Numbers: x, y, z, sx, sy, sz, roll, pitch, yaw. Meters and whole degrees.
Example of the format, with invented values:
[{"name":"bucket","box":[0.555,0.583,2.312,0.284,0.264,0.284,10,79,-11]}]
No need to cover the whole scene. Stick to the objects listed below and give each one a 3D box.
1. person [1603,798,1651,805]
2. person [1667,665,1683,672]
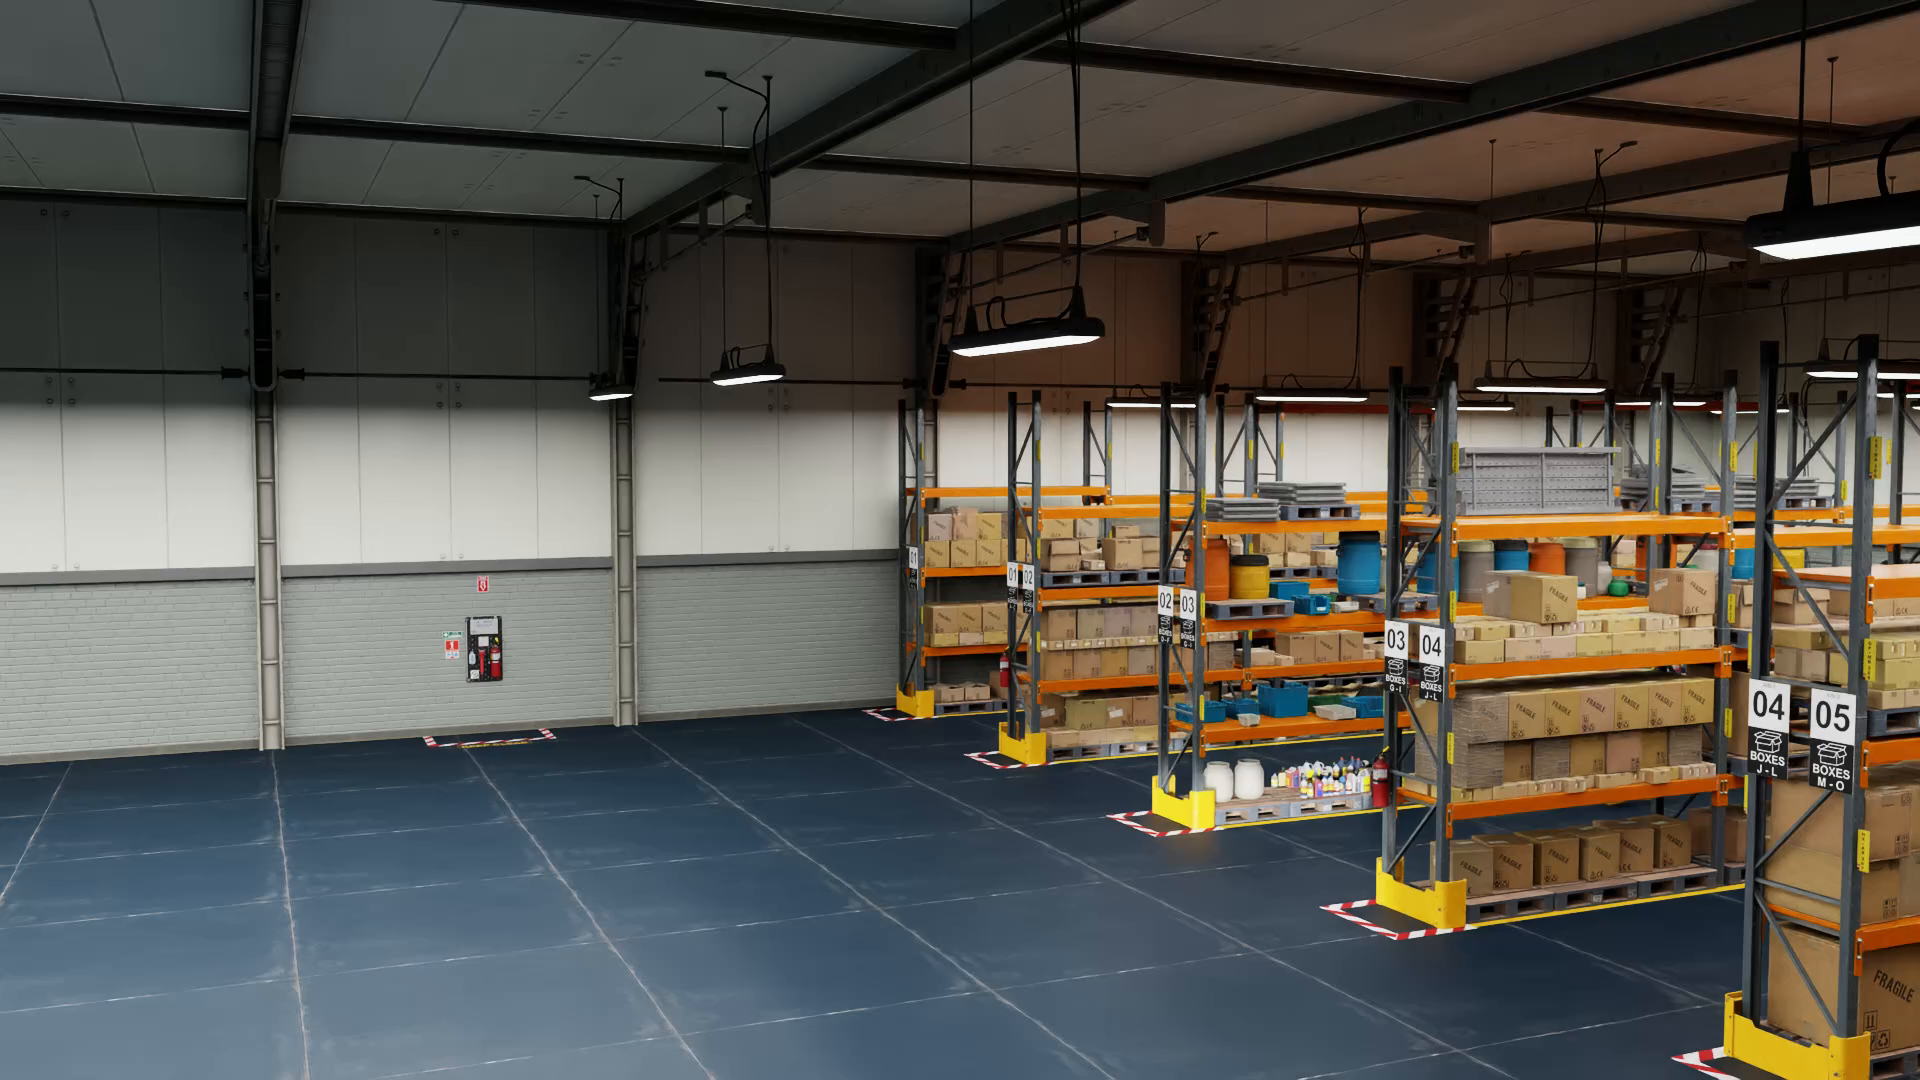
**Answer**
[{"name":"person","box":[9.615,2.892,23.569,1.047,1.698,0.530,-2,4,-36]},{"name":"person","box":[12.693,2.592,29.569,0.526,1.681,0.433,2,4,33]}]
